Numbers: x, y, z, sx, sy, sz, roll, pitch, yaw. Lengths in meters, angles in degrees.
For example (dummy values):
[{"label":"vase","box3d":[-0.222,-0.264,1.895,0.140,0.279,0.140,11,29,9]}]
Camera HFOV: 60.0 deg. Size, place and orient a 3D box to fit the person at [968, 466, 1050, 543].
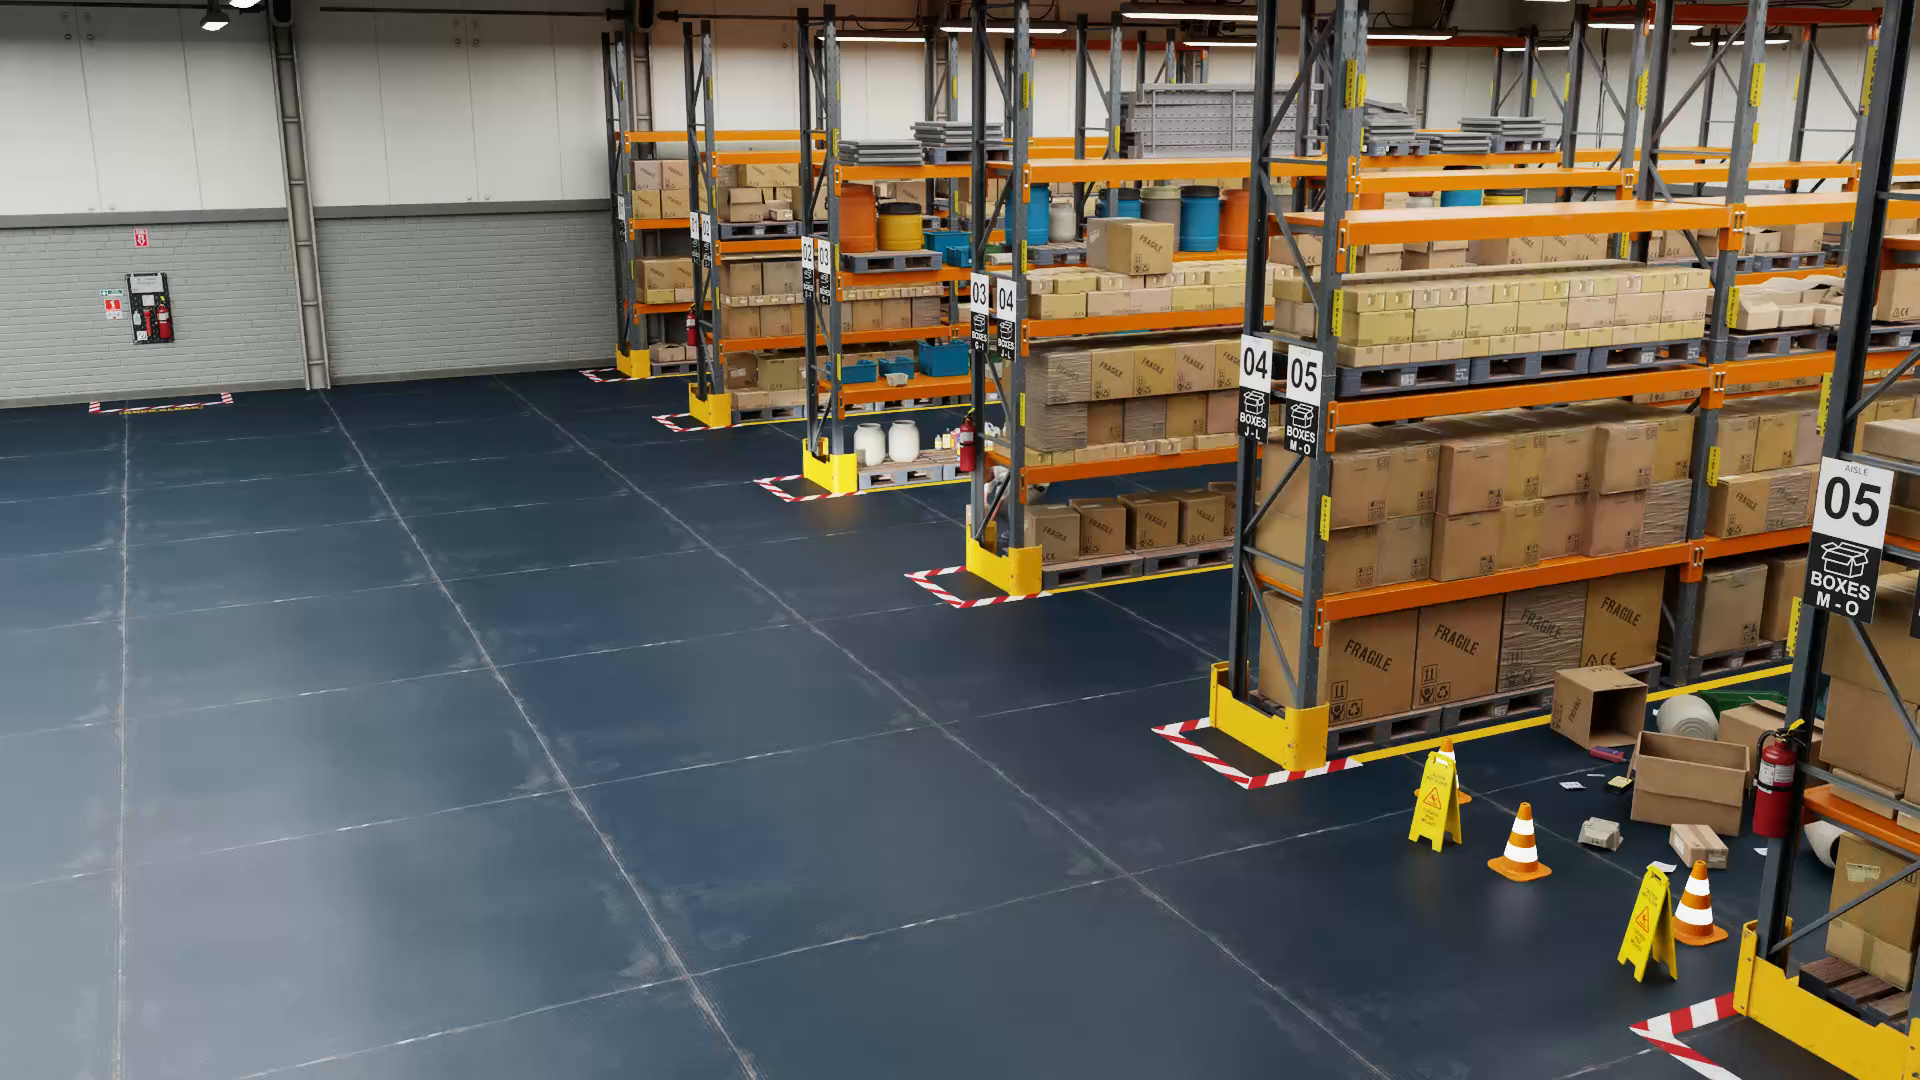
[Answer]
[{"label":"person","box3d":[0.540,-0.474,18.997,1.010,1.018,0.526,-8,17,-27]}]
